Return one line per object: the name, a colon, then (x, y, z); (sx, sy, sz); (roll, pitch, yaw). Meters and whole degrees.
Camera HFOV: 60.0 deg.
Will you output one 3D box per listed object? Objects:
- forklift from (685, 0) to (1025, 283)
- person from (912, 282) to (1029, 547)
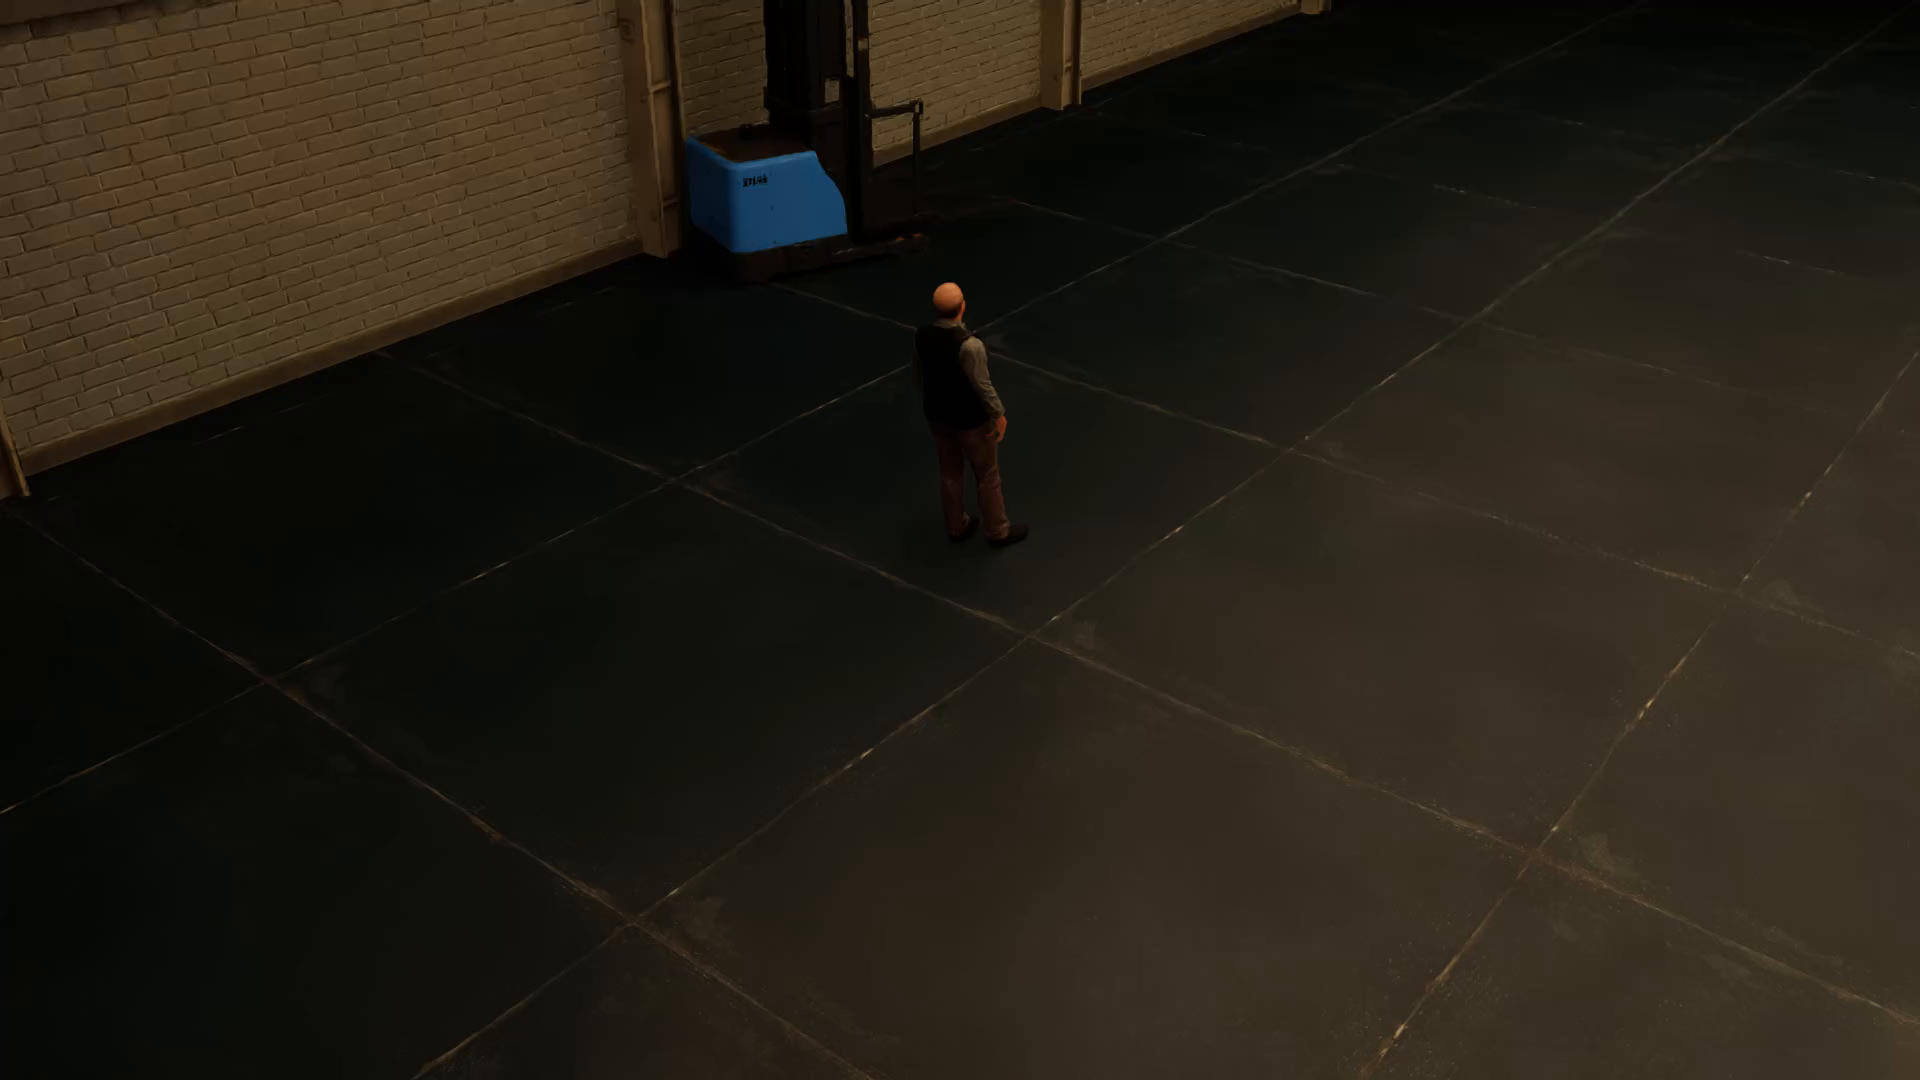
forklift: (-0.858, -4.005, 14.449); (3.031, 2.935, 1.130); (-17, 34, -26)
person: (0.050, -0.775, 10.105); (0.632, 1.720, 0.551); (22, 37, 33)
